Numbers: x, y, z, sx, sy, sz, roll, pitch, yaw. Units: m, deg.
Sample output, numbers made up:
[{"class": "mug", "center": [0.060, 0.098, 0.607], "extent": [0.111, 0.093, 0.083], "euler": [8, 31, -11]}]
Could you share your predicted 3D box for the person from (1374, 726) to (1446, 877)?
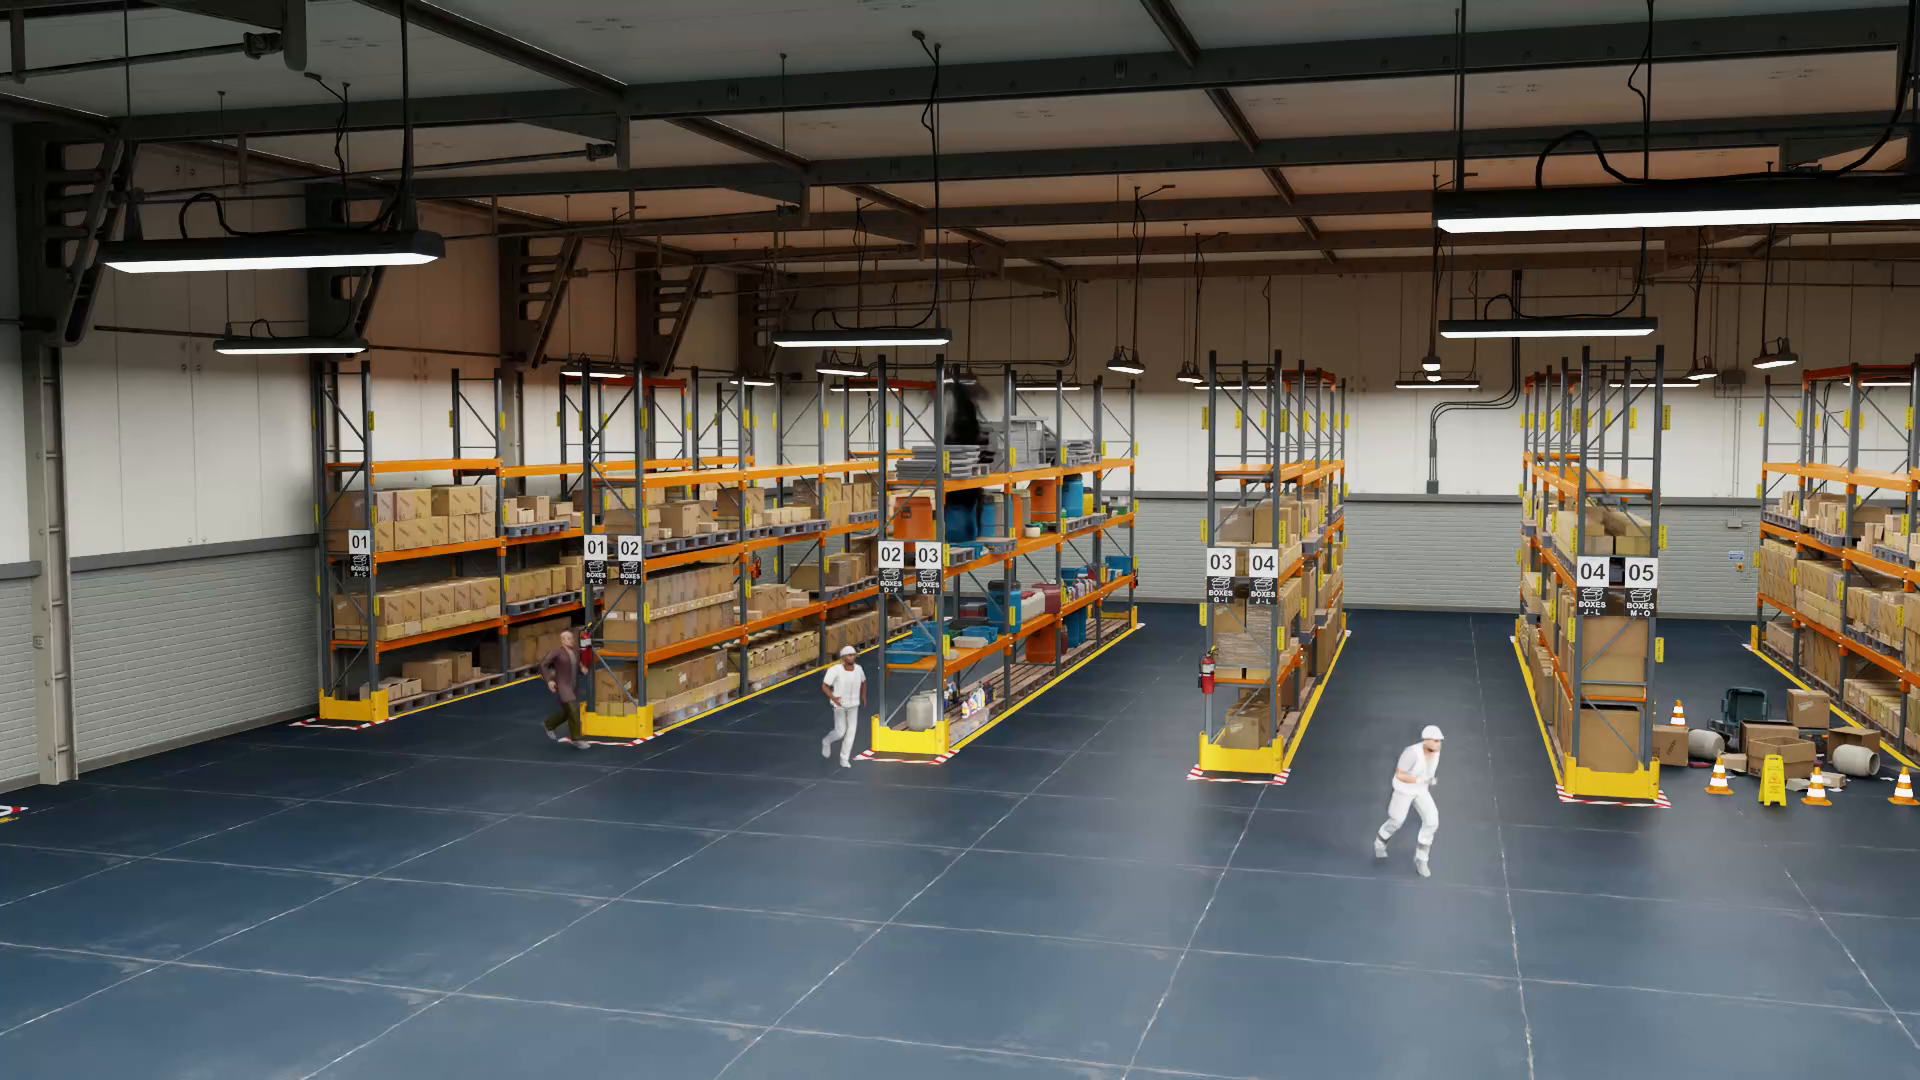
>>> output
[{"class": "person", "center": [5.018, 2.865, 18.543], "extent": [0.705, 1.721, 1.019], "euler": [-2, 5, -28]}]

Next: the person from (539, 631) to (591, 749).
[{"class": "person", "center": [-6.083, 2.294, 25.604], "extent": [1.003, 1.787, 0.746], "euler": [2, 5, 27]}]

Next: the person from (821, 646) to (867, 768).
[{"class": "person", "center": [-1.673, 2.410, 24.303], "extent": [0.743, 1.732, 0.766], "euler": [-3, 5, -33]}]
